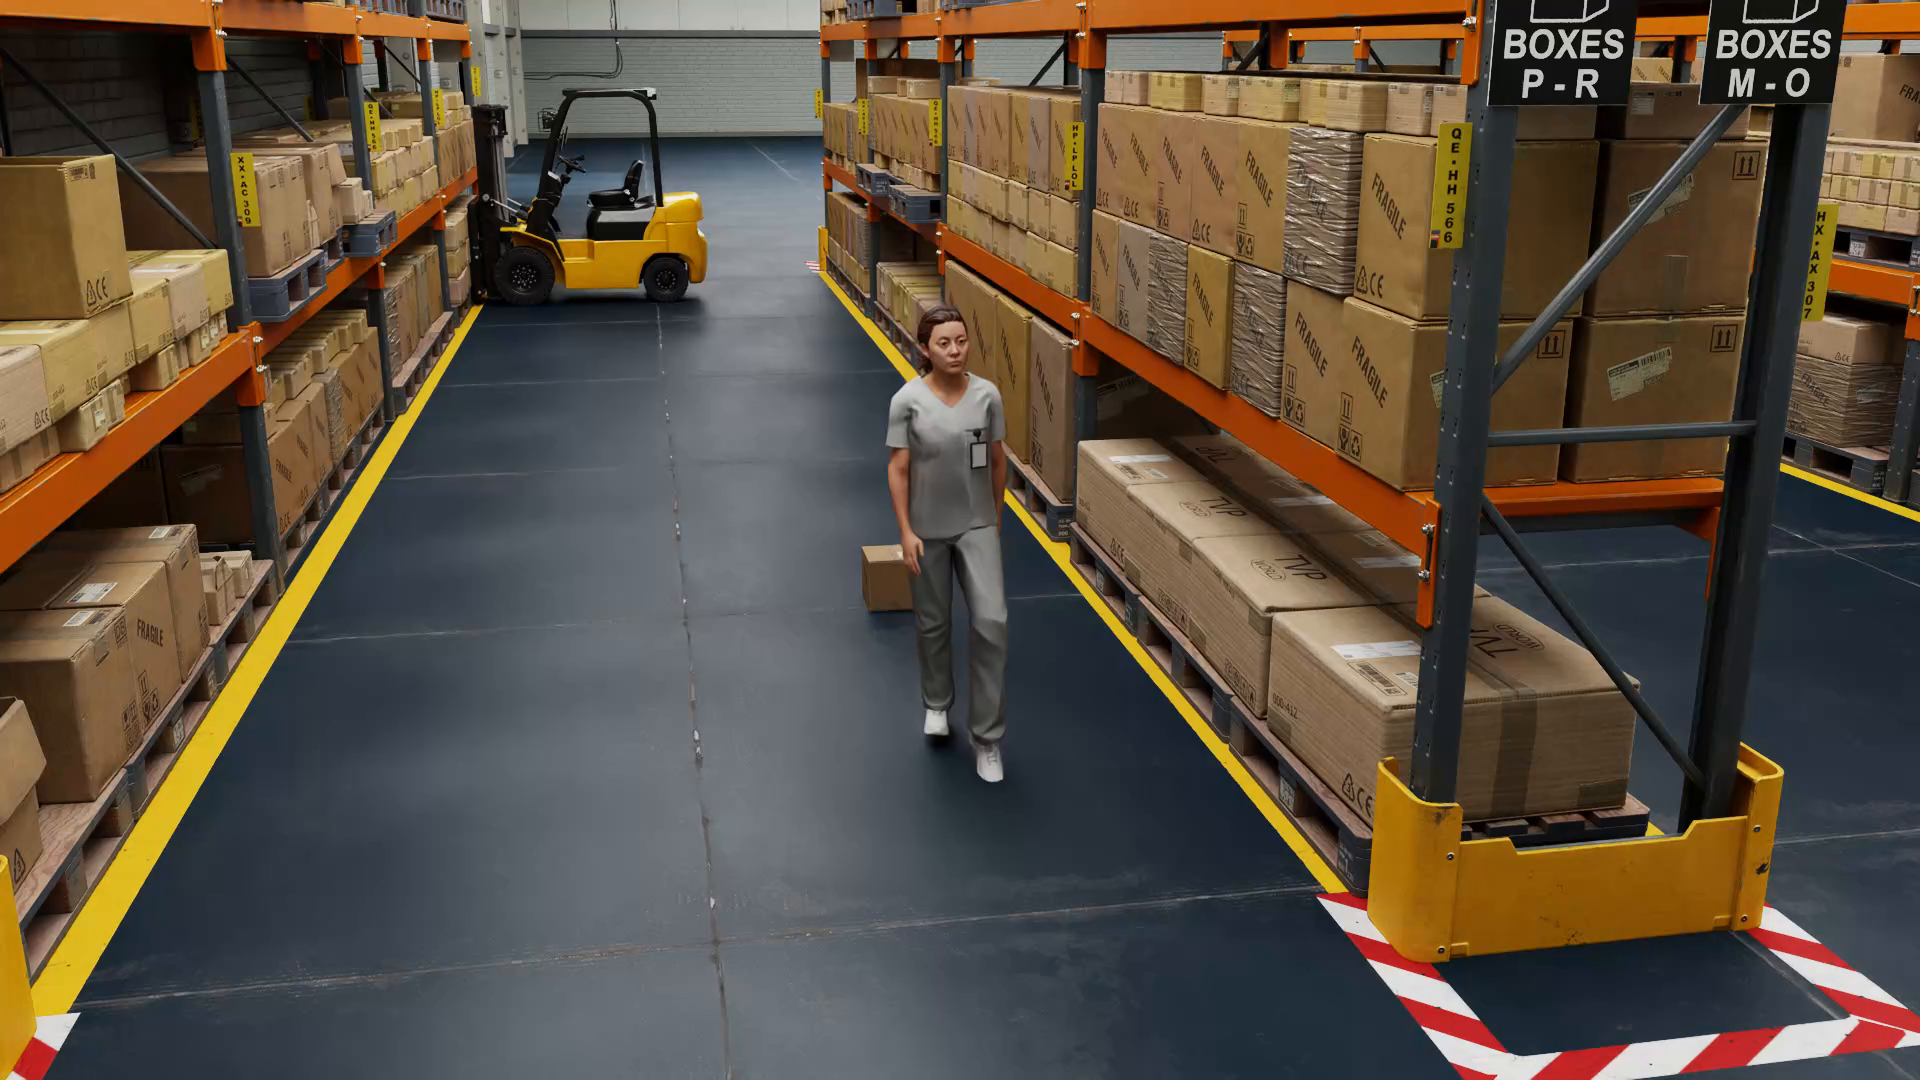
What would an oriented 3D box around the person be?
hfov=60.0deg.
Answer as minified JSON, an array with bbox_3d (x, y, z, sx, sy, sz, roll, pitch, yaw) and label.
[{"bbox_3d":[-0.041,0.007,6.061,0.456,1.721,0.624,-2,17,-7],"label":"person"}]
